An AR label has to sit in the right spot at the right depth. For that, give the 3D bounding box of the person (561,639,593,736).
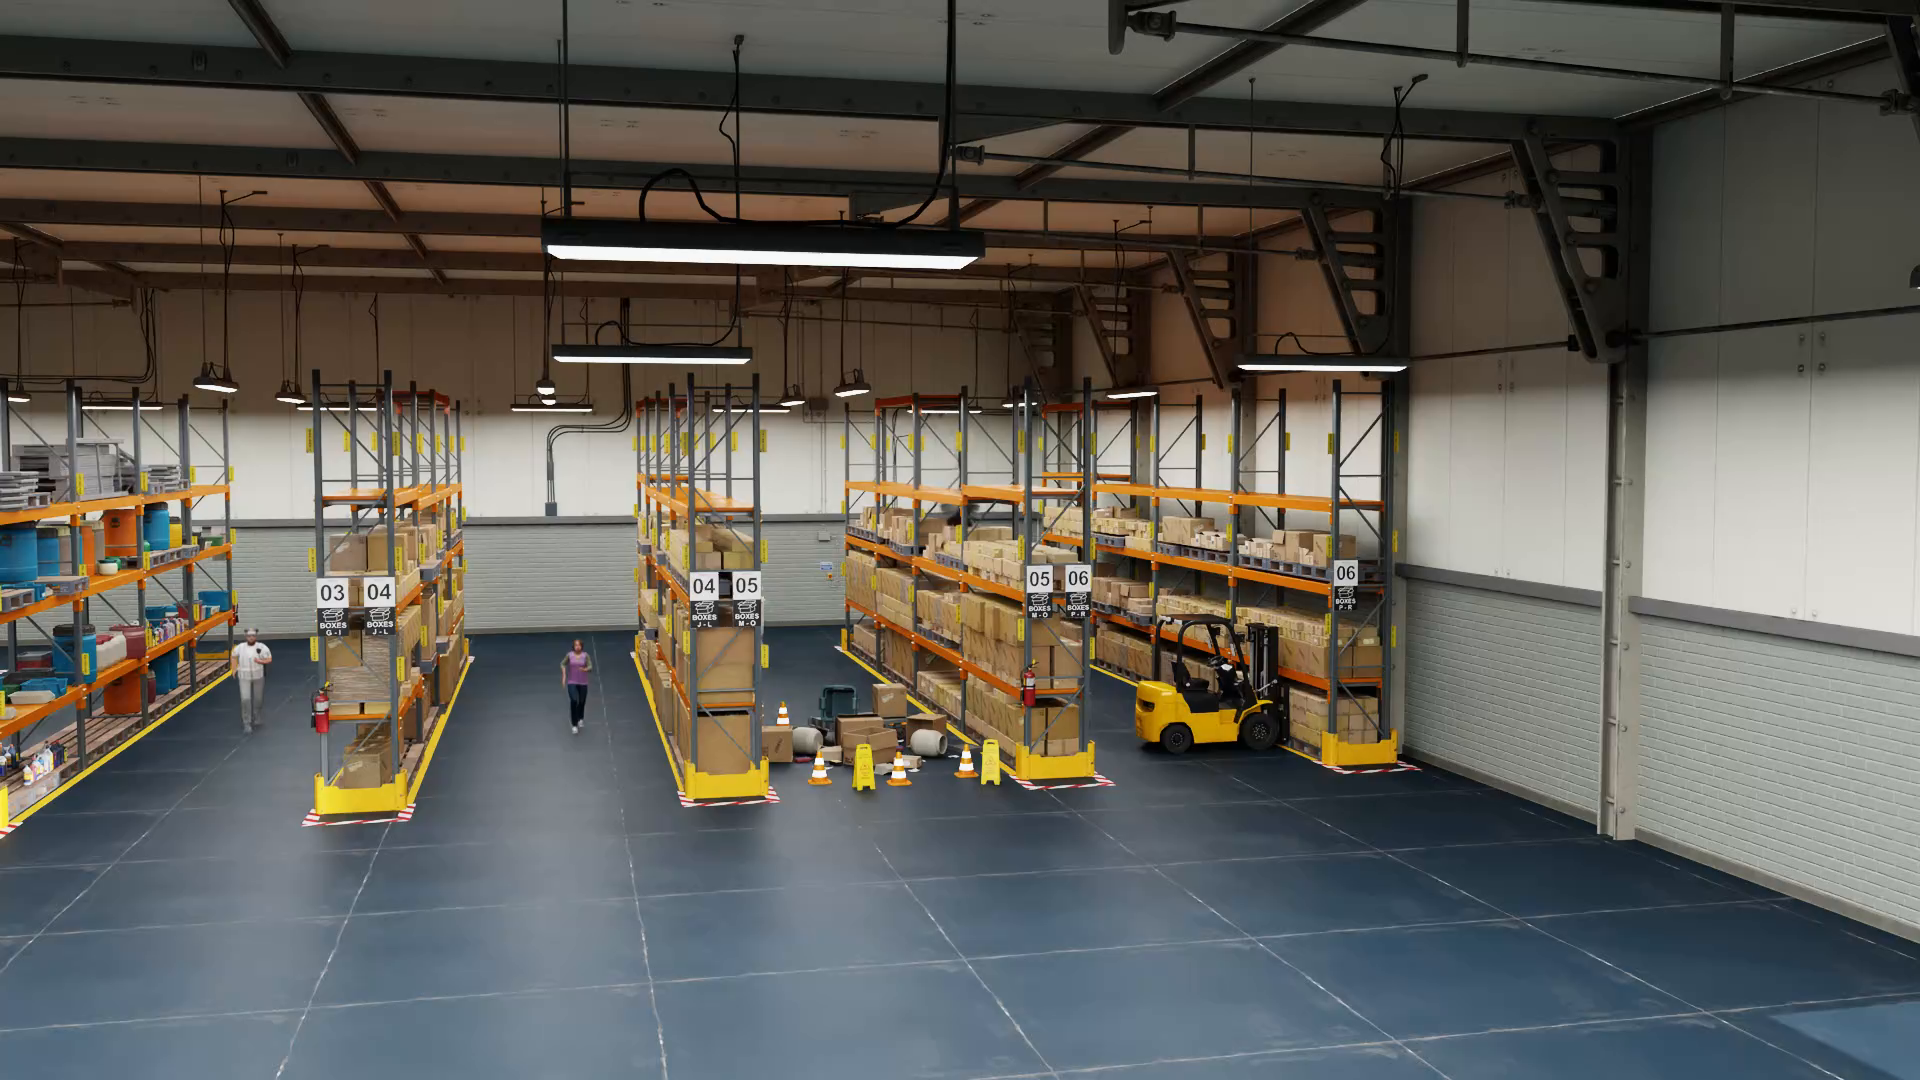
[{"bbox_3d":[-6.638,2.529,28.861,0.510,1.642,0.731,-1,3,-19],"label":"person"}]

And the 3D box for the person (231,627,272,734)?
[{"bbox_3d":[-12.376,2.422,29.070,0.657,1.784,0.936,-1,4,-24],"label":"person"}]
